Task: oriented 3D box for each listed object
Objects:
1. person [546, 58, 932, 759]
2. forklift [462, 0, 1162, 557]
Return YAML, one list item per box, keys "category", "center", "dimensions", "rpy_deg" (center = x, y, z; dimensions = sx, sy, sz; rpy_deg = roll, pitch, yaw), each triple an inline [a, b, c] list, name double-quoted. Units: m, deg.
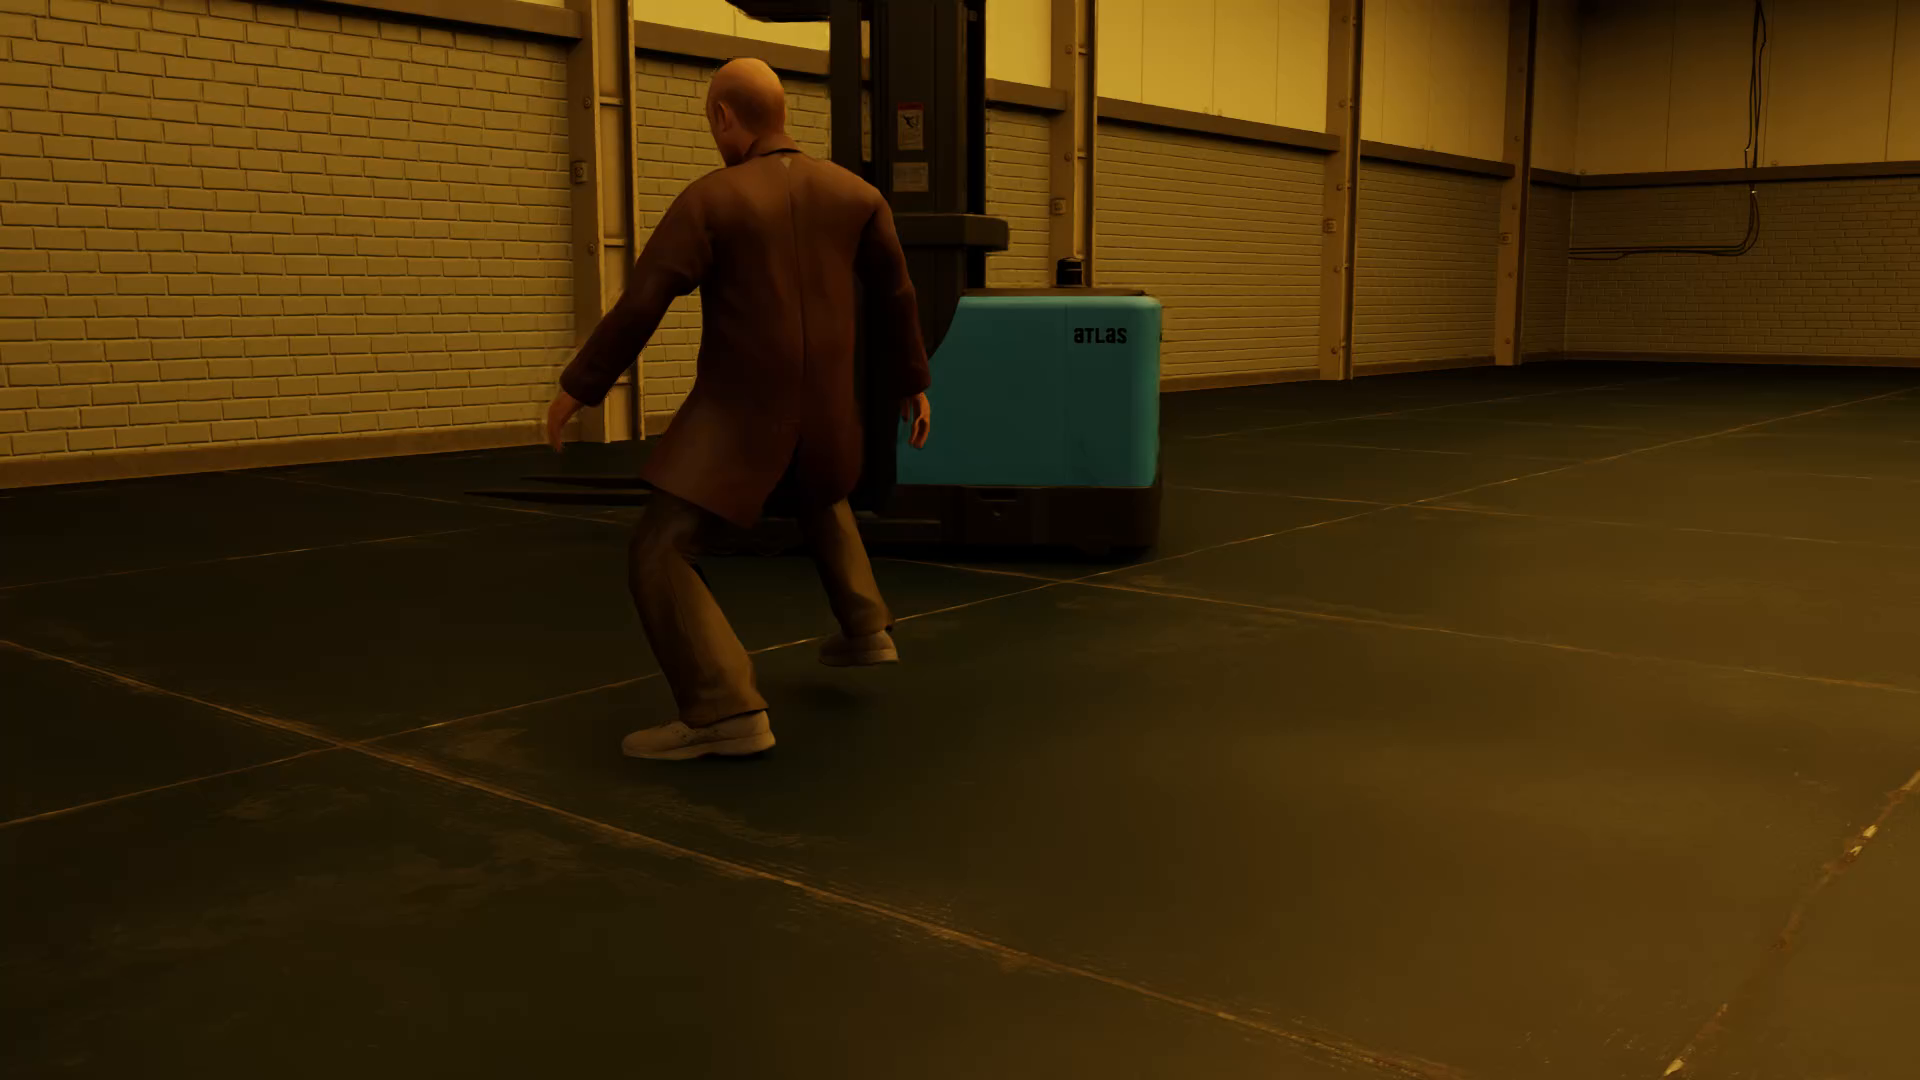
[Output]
- category: "person"
  center: [-0.493, -0.342, 4.144]
  dimensions: [0.987, 1.656, 0.666]
  rpy_deg: [-5, 10, -32]
- category: "forklift"
  center: [-0.640, -1.456, 7.229]
  dimensions: [3.031, 2.935, 1.130]
  rpy_deg: [1, 8, 8]
